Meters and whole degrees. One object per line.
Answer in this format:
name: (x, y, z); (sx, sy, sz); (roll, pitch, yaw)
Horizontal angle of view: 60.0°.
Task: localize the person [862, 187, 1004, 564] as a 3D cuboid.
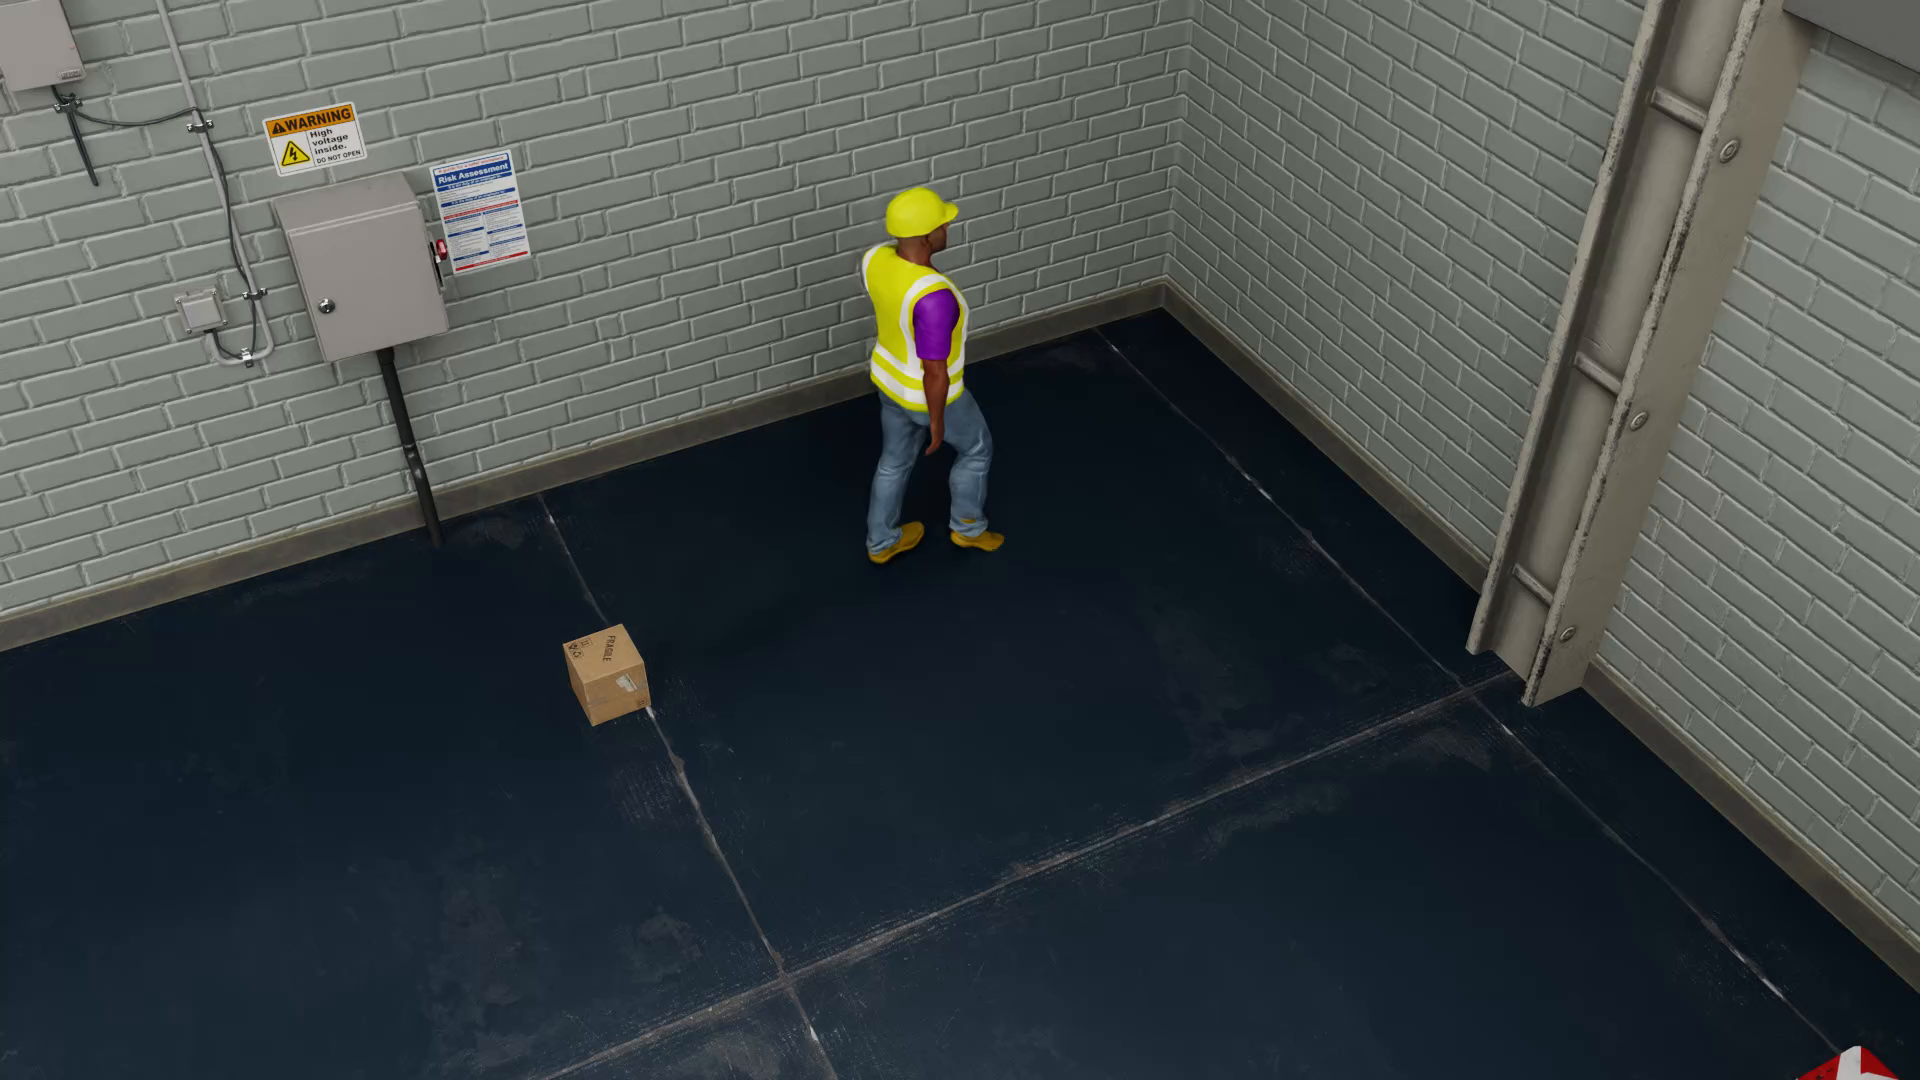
person: (-0.139, -0.633, 6.888); (0.628, 1.824, 0.582); (-26, 47, -27)
